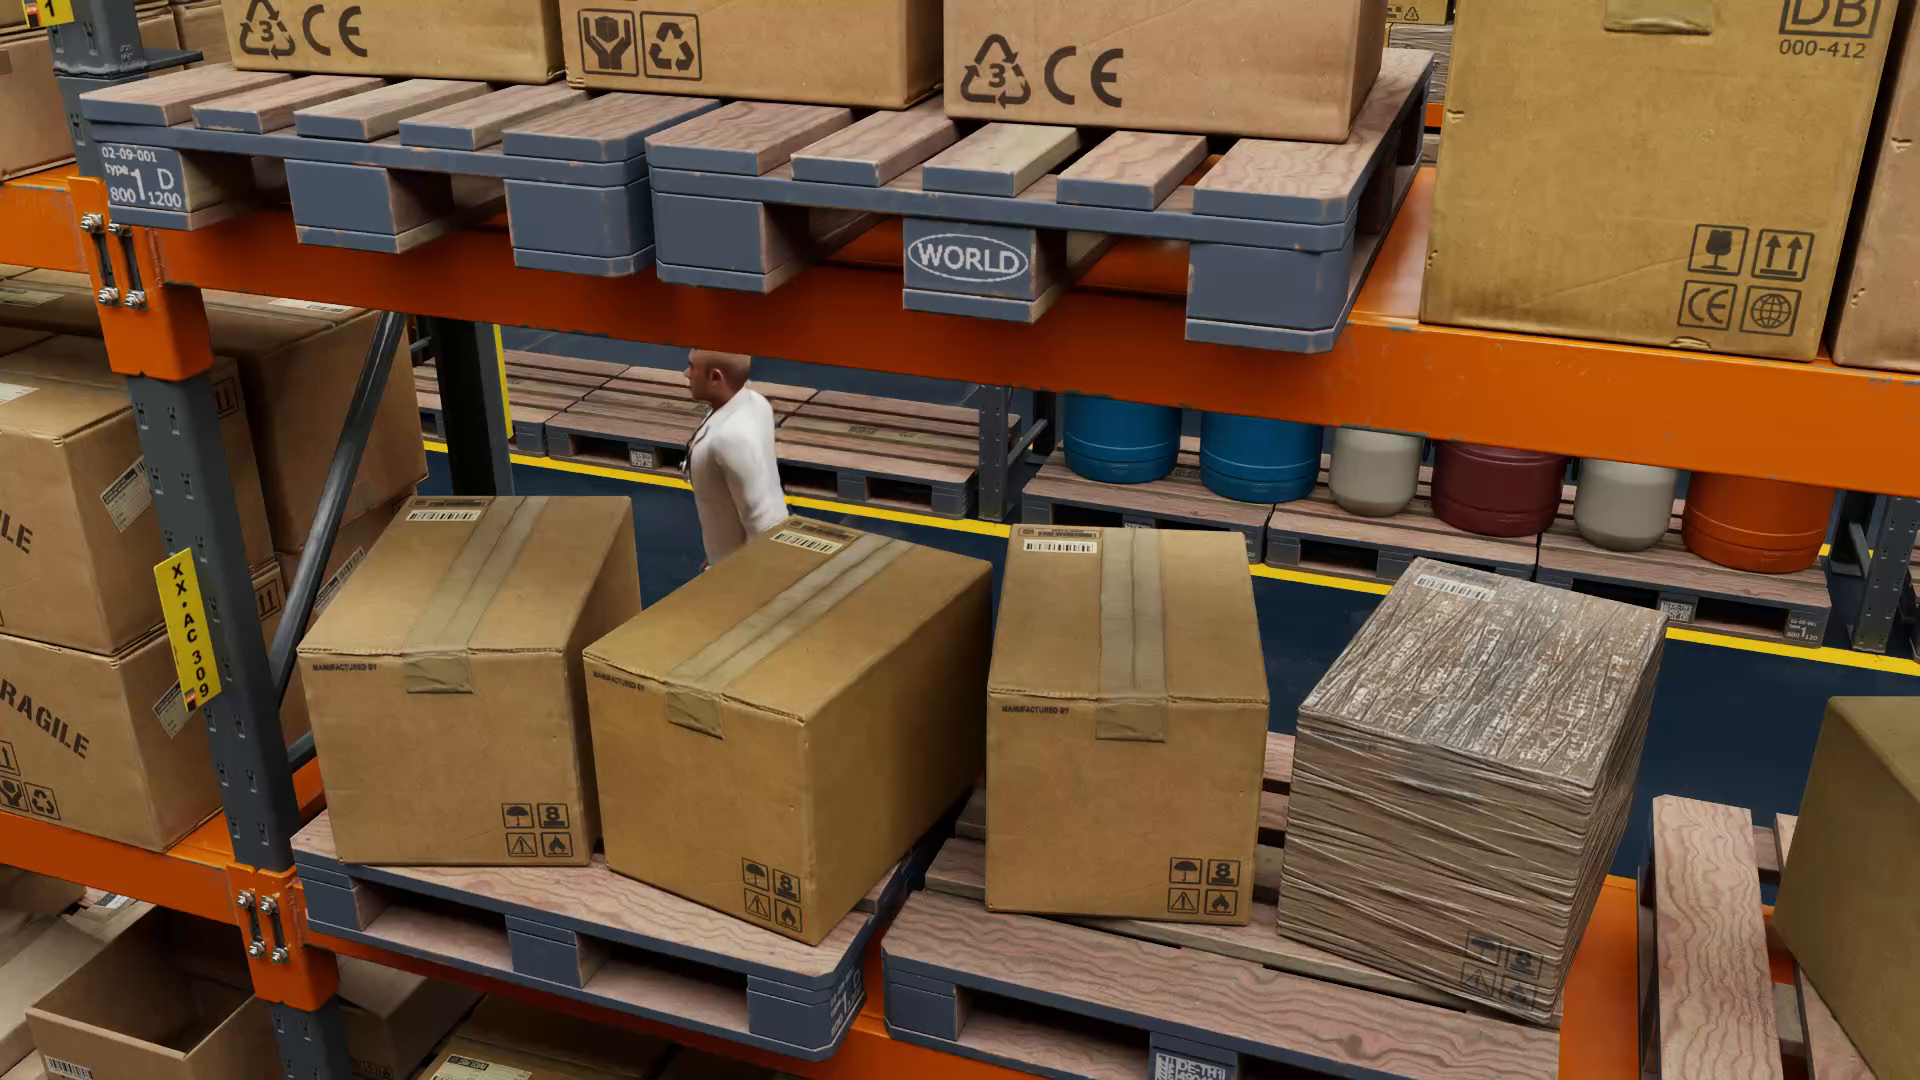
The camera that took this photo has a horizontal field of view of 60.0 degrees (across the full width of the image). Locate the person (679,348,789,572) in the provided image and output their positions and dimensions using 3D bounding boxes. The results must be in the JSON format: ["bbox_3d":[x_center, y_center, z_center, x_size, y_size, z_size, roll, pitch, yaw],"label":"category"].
[{"bbox_3d":[-0.778,0.108,5.889,0.915,1.760,0.590,3,26,7],"label":"person"}]
